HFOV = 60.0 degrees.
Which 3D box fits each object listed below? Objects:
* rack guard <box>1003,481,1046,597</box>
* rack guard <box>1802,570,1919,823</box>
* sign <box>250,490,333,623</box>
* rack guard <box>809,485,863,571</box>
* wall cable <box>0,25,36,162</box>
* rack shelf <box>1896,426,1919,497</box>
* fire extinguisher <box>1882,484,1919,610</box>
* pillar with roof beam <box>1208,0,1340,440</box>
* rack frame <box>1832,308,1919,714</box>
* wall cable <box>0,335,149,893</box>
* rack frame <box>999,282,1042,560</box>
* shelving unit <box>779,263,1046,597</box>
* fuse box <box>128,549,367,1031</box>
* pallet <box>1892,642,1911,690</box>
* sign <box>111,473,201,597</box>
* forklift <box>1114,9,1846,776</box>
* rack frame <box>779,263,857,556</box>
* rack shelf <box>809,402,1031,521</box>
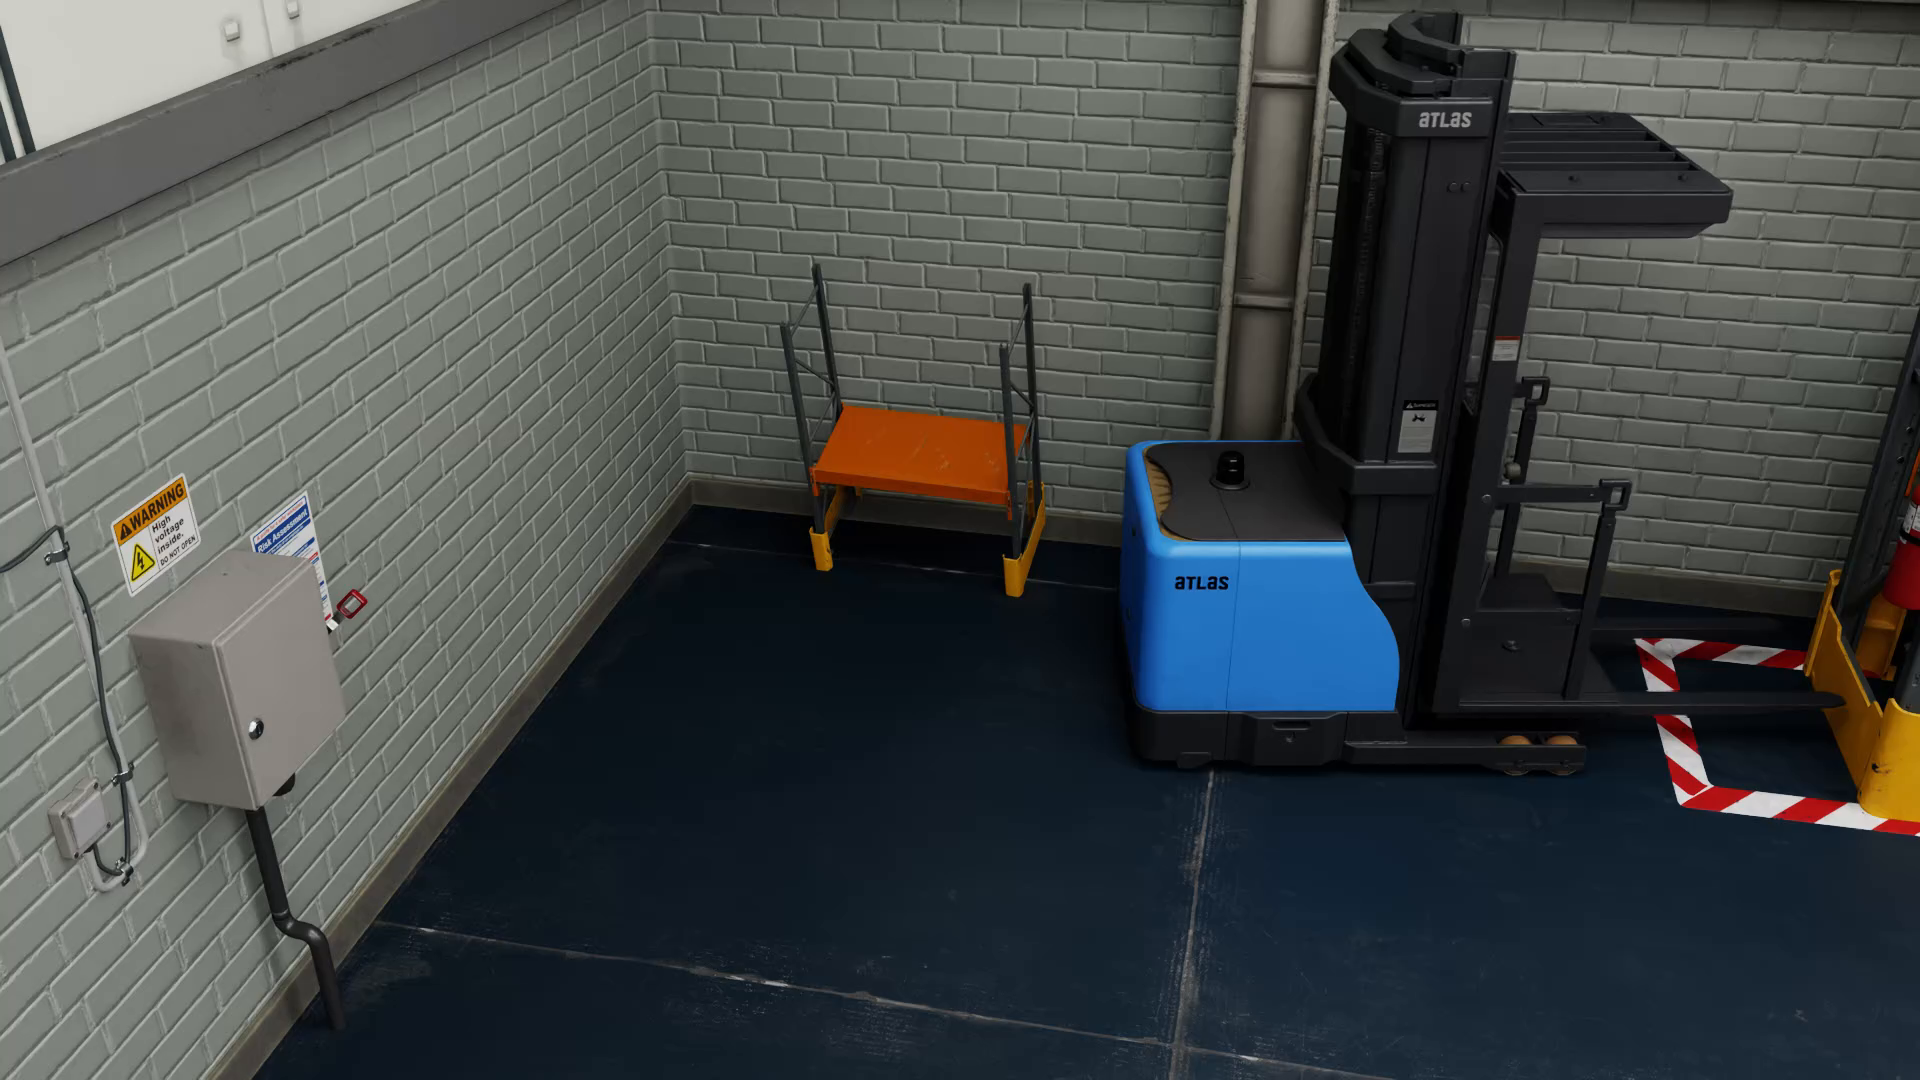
[{"bbox_3d":[0.326,-0.010,8.351,0.087,0.250,0.587,7,45,13],"label":"rack guard"},{"bbox_3d":[3.943,0.638,7.064,0.348,0.500,1.175,6,29,11],"label":"rack guard"},{"bbox_3d":[-2.201,0.128,5.492,0.001,0.494,0.329,6,29,11],"label":"sign"},{"bbox_3d":[-0.635,-0.134,8.582,0.087,0.250,0.587,7,45,13],"label":"rack guard"},{"bbox_3d":[-2.008,-2.878,4.597,0.133,3.039,2.988,6,29,11],"label":"wall cable"},{"bbox_3d":[5.825,0.050,6.284,4.000,0.370,1.077,6,29,11],"label":"rack shelf"},{"bbox_3d":[3.628,-0.066,6.216,0.183,0.674,0.296,6,29,11],"label":"fire extinguisher"},{"bbox_3d":[0.521,-1.770,2.611,0.400,9.000,9.100,6,29,11],"label":"pillar with roof beam"},{"bbox_3d":[3.869,-0.466,6.478,0.127,3.000,1.000,6,29,11],"label":"rack frame"},{"bbox_3d":[-2.399,0.198,4.207,0.122,1.984,0.588,6,29,11],"label":"wall cable"},{"bbox_3d":[0.300,-0.460,7.918,0.032,1.500,0.500,7,45,13],"label":"rack frame"},{"bbox_3d":[-0.199,-0.525,8.038,1.083,1.500,0.587,7,45,13],"label":"shelving unit"},{"bbox_3d":[-2.102,0.904,5.317,0.414,1.711,0.539,6,29,11],"label":"fuse box"},{"bbox_3d":[4.723,0.844,6.988,1.213,0.211,1.003,6,29,11],"label":"pallet"},{"bbox_3d":[-2.316,-0.018,4.799,0.001,0.242,0.339,6,29,11],"label":"sign"},{"bbox_3d":[2.233,-0.558,6.717,3.031,2.935,1.130,0,29,0],"label":"forklift"},{"bbox_3d":[-0.681,-0.587,8.154,0.032,1.500,0.500,7,45,13],"label":"rack frame"},{"bbox_3d":[-0.177,-0.393,8.159,1.000,0.185,0.538,7,45,13],"label":"rack shelf"}]
